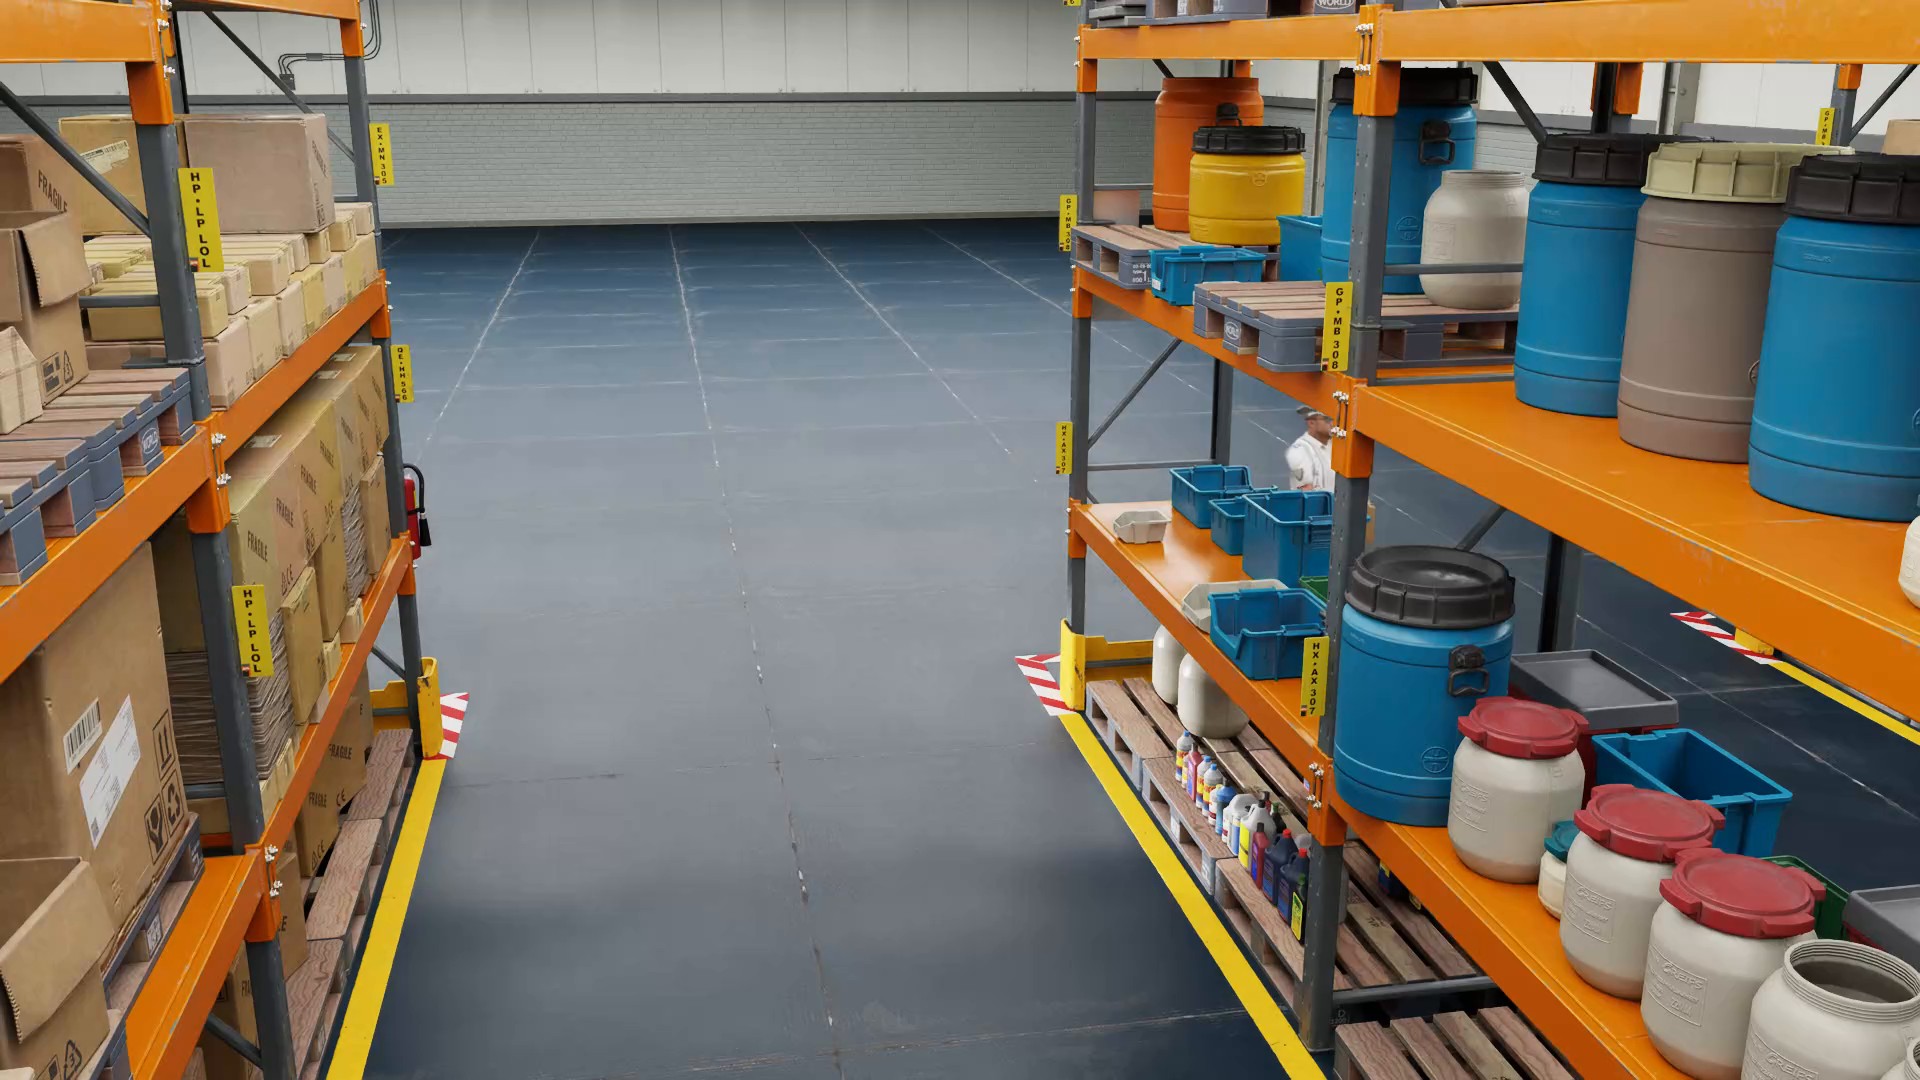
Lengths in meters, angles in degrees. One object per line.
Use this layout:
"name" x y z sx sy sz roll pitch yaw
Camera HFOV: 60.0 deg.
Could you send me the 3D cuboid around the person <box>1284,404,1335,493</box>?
"person" 2.474 -0.085 11.253 0.552 1.782 0.529 16 22 43
